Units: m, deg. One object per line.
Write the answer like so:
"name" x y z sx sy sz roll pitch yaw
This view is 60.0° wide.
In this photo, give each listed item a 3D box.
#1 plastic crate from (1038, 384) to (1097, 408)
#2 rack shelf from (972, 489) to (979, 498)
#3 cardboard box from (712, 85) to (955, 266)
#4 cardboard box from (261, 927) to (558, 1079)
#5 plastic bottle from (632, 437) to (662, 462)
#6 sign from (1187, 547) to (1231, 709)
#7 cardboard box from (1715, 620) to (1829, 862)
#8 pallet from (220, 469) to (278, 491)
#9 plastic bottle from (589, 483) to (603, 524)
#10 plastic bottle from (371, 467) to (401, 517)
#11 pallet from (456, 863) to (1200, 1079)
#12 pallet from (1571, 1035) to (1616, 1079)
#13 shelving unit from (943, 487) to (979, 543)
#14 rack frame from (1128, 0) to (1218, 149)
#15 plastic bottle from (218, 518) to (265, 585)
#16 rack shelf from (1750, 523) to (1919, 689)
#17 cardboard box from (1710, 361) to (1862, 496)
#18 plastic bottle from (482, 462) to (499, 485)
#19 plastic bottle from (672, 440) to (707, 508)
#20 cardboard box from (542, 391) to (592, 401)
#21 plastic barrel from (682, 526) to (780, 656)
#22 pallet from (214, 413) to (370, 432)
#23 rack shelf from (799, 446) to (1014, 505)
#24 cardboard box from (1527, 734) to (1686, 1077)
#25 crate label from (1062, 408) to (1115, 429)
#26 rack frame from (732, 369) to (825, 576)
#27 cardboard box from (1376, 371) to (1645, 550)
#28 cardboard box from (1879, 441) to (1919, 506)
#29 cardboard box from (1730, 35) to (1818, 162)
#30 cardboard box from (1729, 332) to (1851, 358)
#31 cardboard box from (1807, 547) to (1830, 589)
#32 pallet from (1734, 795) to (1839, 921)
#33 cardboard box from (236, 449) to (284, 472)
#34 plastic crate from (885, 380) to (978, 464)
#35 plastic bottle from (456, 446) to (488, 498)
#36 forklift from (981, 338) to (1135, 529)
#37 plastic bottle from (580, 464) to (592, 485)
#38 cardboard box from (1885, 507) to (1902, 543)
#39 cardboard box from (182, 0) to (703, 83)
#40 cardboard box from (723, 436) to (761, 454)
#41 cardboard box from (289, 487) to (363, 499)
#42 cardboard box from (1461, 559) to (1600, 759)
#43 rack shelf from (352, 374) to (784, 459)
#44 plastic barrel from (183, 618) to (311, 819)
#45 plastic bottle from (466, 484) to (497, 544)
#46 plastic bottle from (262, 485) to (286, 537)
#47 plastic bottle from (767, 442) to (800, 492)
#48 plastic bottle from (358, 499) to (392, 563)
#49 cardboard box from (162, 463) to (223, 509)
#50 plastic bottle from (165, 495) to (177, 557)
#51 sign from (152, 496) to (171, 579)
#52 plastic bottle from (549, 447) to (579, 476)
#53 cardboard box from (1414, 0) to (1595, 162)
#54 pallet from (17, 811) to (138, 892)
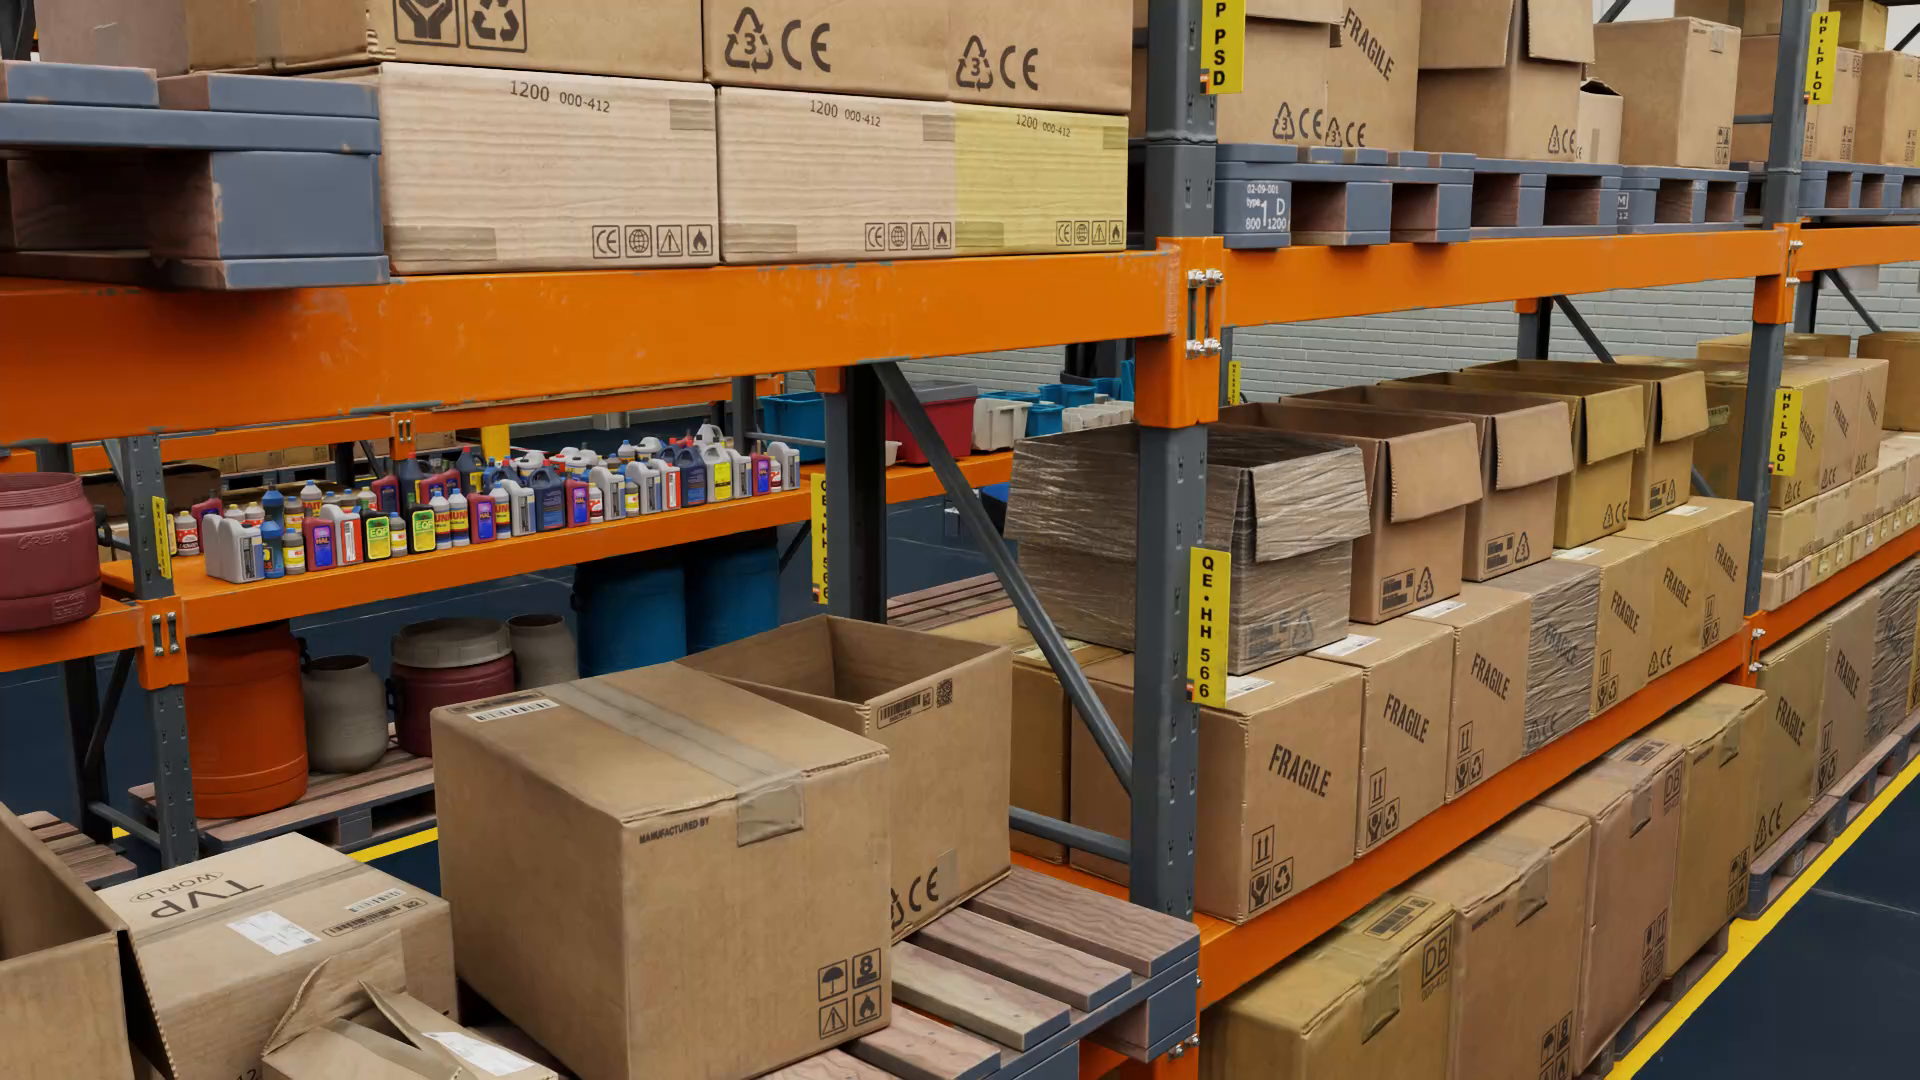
"plastic crate" 0.806 -1.034 12.505 0.416 0.233 0.300 10 15 40
"rack shelf" 0.005 -0.410 14.636 0.258 0.077 0.200 10 15 40
"cardboard box" -0.356 -0.581 2.687 0.500 0.250 0.500 10 15 40
"cardboard box" -0.807 0.780 2.418 0.396 0.266 0.258 9 15 39
"plastic bottle" -1.822 -0.456 9.650 0.152 0.276 0.135 10 15 40
"sign" 0.505 0.180 3.399 0.100 0.325 0.005 10 15 40
"cardboard box" 3.227 0.801 7.397 0.875 0.875 0.875 10 15 40
"pallet" -7.870 -0.604 17.198 1.003 0.211 1.213 10 15 40
"plastic bottle" -1.879 -0.189 8.508 0.097 0.201 0.097 0 11 0
"plastic bottle" -2.929 -0.226 8.483 0.061 0.283 0.133 10 15 40
"pallet" -0.300 0.853 3.274 1.213 0.211 1.003 10 15 40
"pallet" 1.473 1.722 5.549 1.003 0.211 1.213 10 15 40
"shelving unit" 0.005 -0.442 14.629 0.258 0.900 0.210 10 15 40
"rack frame" 0.091 -2.302 3.262 1.000 3.000 0.127 10 15 40
"plastic bottle" -3.101 0.038 7.177 0.152 0.276 0.135 10 15 40
"rack shelf" 4.052 0.110 8.340 1.077 0.370 4.000 10 15 40
"cardboard box" 3.570 -0.498 7.253 0.500 0.500 0.500 10 15 40
"plastic bottle" -2.463 -0.276 8.763 0.097 0.271 0.097 0 11 0
"plastic bottle" -1.472 -0.360 8.982 0.144 0.351 0.185 10 15 40
"cardboard box" -3.499 -1.468 14.147 0.500 0.500 0.500 10 15 40
"plastic barrel" -1.361 0.312 9.777 0.600 0.901 0.708 10 15 40
"pallet" -5.317 -1.032 12.712 1.003 0.211 1.213 10 15 40
"rack shelf" 0.331 -0.531 11.546 1.077 0.370 4.000 10 15 40
"cardboard box" 1.735 1.116 5.820 1.225 0.875 0.875 9 14 38
"crate label" 0.881 -0.849 11.825 0.396 0.136 0.243 10 15 40
"rack frame" -0.989 -0.589 10.002 1.000 3.000 0.127 10 15 40
"cardboard box" 1.854 -0.295 5.714 0.797 0.503 0.637 10 15 41
"cardboard box" 4.580 -0.354 8.451 0.500 0.250 0.500 9 14 38
"cardboard box" 3.203 -1.847 7.057 0.700 0.500 0.500 9 14 37
"cardboard box" 4.522 -0.868 9.107 0.500 0.500 0.500 9 15 39
"cardboard box" 3.523 0.096 7.211 0.380 0.149 0.250 10 15 42
"pallet" 3.292 1.317 7.578 1.003 0.211 1.213 10 15 40
"cardboard box" -7.526 -1.020 17.471 0.700 0.500 0.500 10 15 40
"plastic crate" -0.211 -0.749 10.485 0.402 0.464 0.583 10 15 40
"plastic bottle" -2.582 -0.324 8.801 0.144 0.351 0.185 10 15 40
"forklift" 1.770 -1.592 15.199 3.031 2.935 1.130 -4 12 -18
"plastic bottle" -1.929 -0.258 8.672 0.097 0.271 0.097 0 11 0
"cardboard box" 4.375 -0.094 8.166 0.380 0.149 0.250 10 15 41
"cardboard box" -0.705 -0.875 2.244 0.500 0.500 0.500 10 15 41
"cardboard box" -2.241 -0.697 15.799 0.500 0.500 0.500 10 15 40
"cardboard box" -4.818 -0.110 12.864 0.500 0.500 0.500 10 15 40
"cardboard box" 1.622 0.329 5.149 0.500 0.500 0.500 10 15 41
"rack shelf" -3.387 -1.172 14.755 1.077 0.370 4.000 10 15 40
"plastic barrel" -3.319 0.784 7.598 0.600 0.830 0.708 10 15 40
"plastic bottle" -2.304 -0.129 7.998 0.061 0.283 0.133 10 15 40
"plastic bottle" -3.312 -0.129 8.029 0.097 0.271 0.097 0 11 0
"plastic bottle" -1.007 -0.428 9.515 0.152 0.276 0.135 10 15 40
"plastic bottle" -2.673 -0.047 7.586 0.061 0.283 0.133 10 15 40
"cardboard box" -5.870 -0.401 12.404 0.500 0.250 0.500 10 15 40
"plastic bottle" -3.683 -0.058 7.641 0.061 0.283 0.133 10 15 40
"sign" -3.212 -0.010 6.689 0.100 0.325 0.005 10 15 40
"plastic bottle" -2.192 -0.373 9.238 0.152 0.276 0.135 10 15 40
"cardboard box" 1.423 -1.391 5.023 0.797 0.503 0.637 10 15 40
"pallet" -4.170 1.476 6.783 1.003 0.211 1.213 10 15 40
